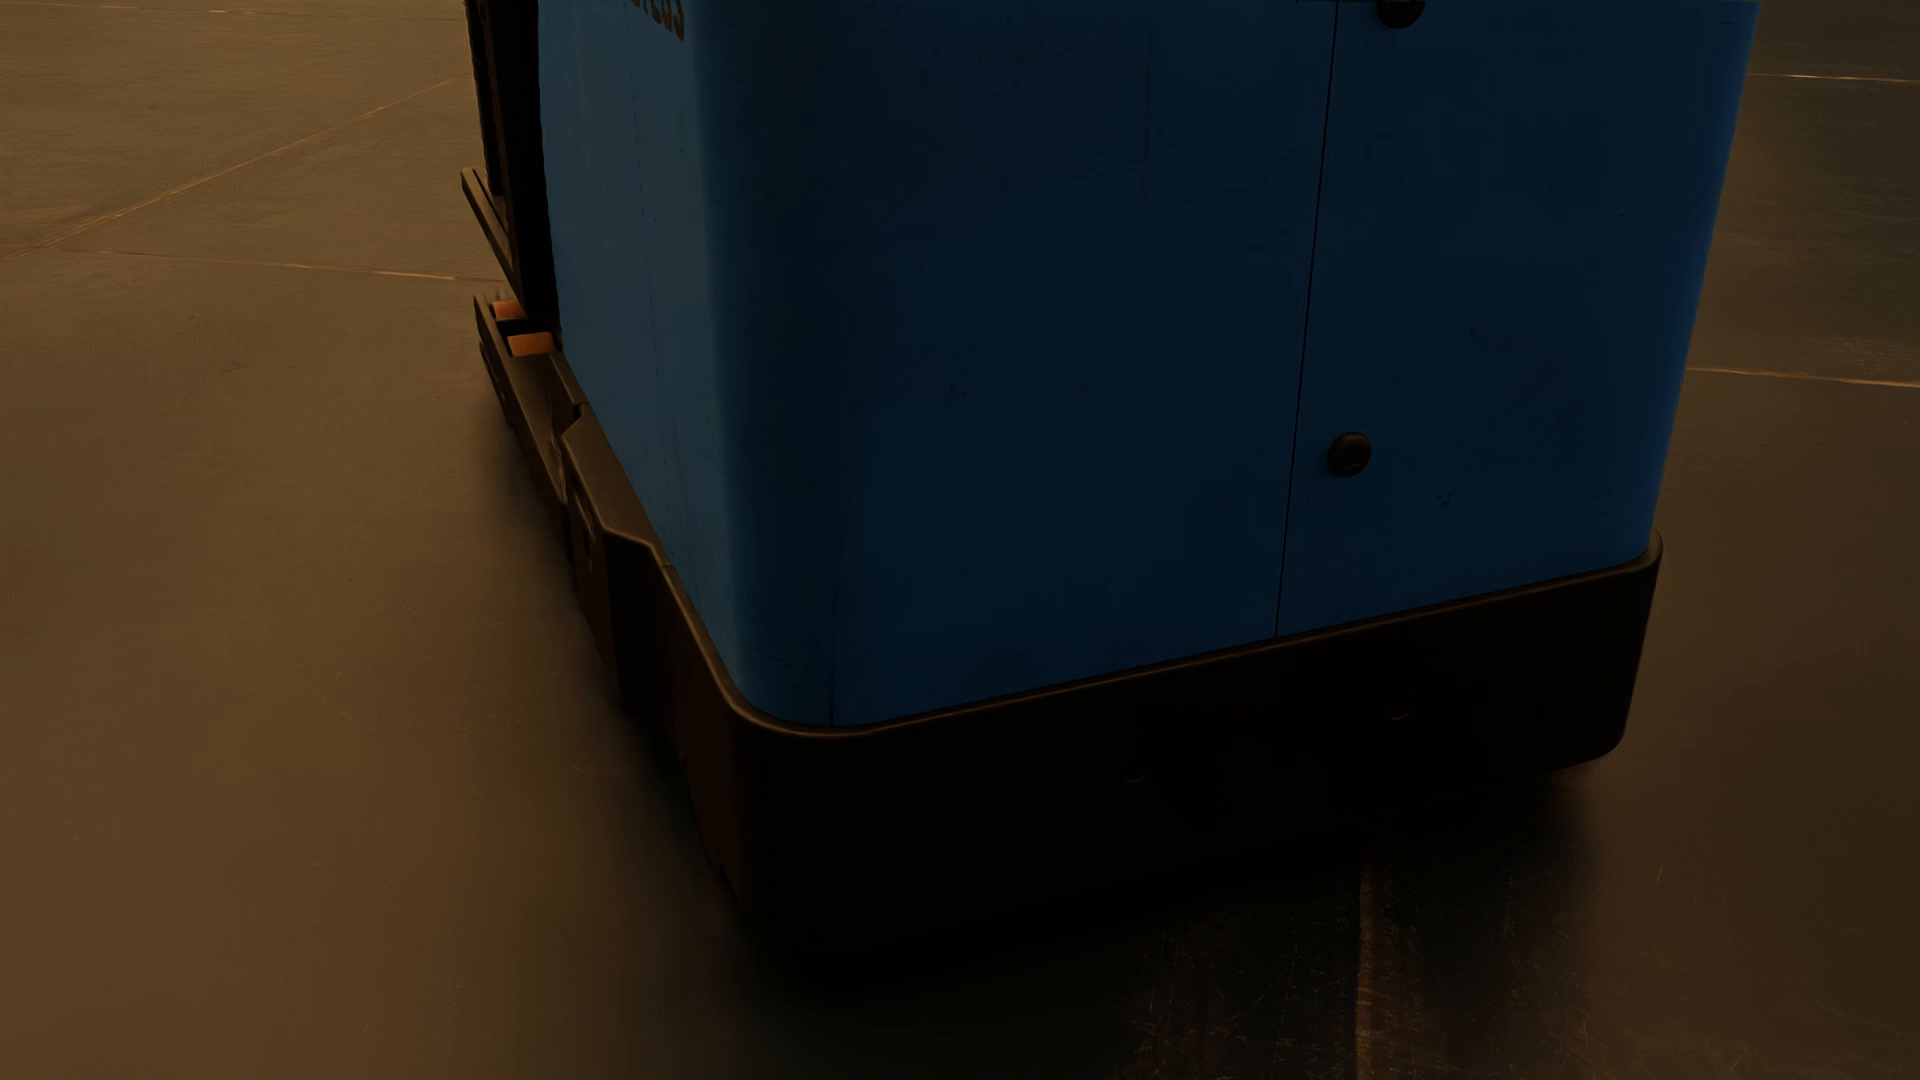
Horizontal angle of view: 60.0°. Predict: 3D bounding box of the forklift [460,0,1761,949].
[{"bbox_3d":[-0.243,-1.564,2.345,1.130,2.935,3.031,-10,28,-19],"label":"forklift"}]
